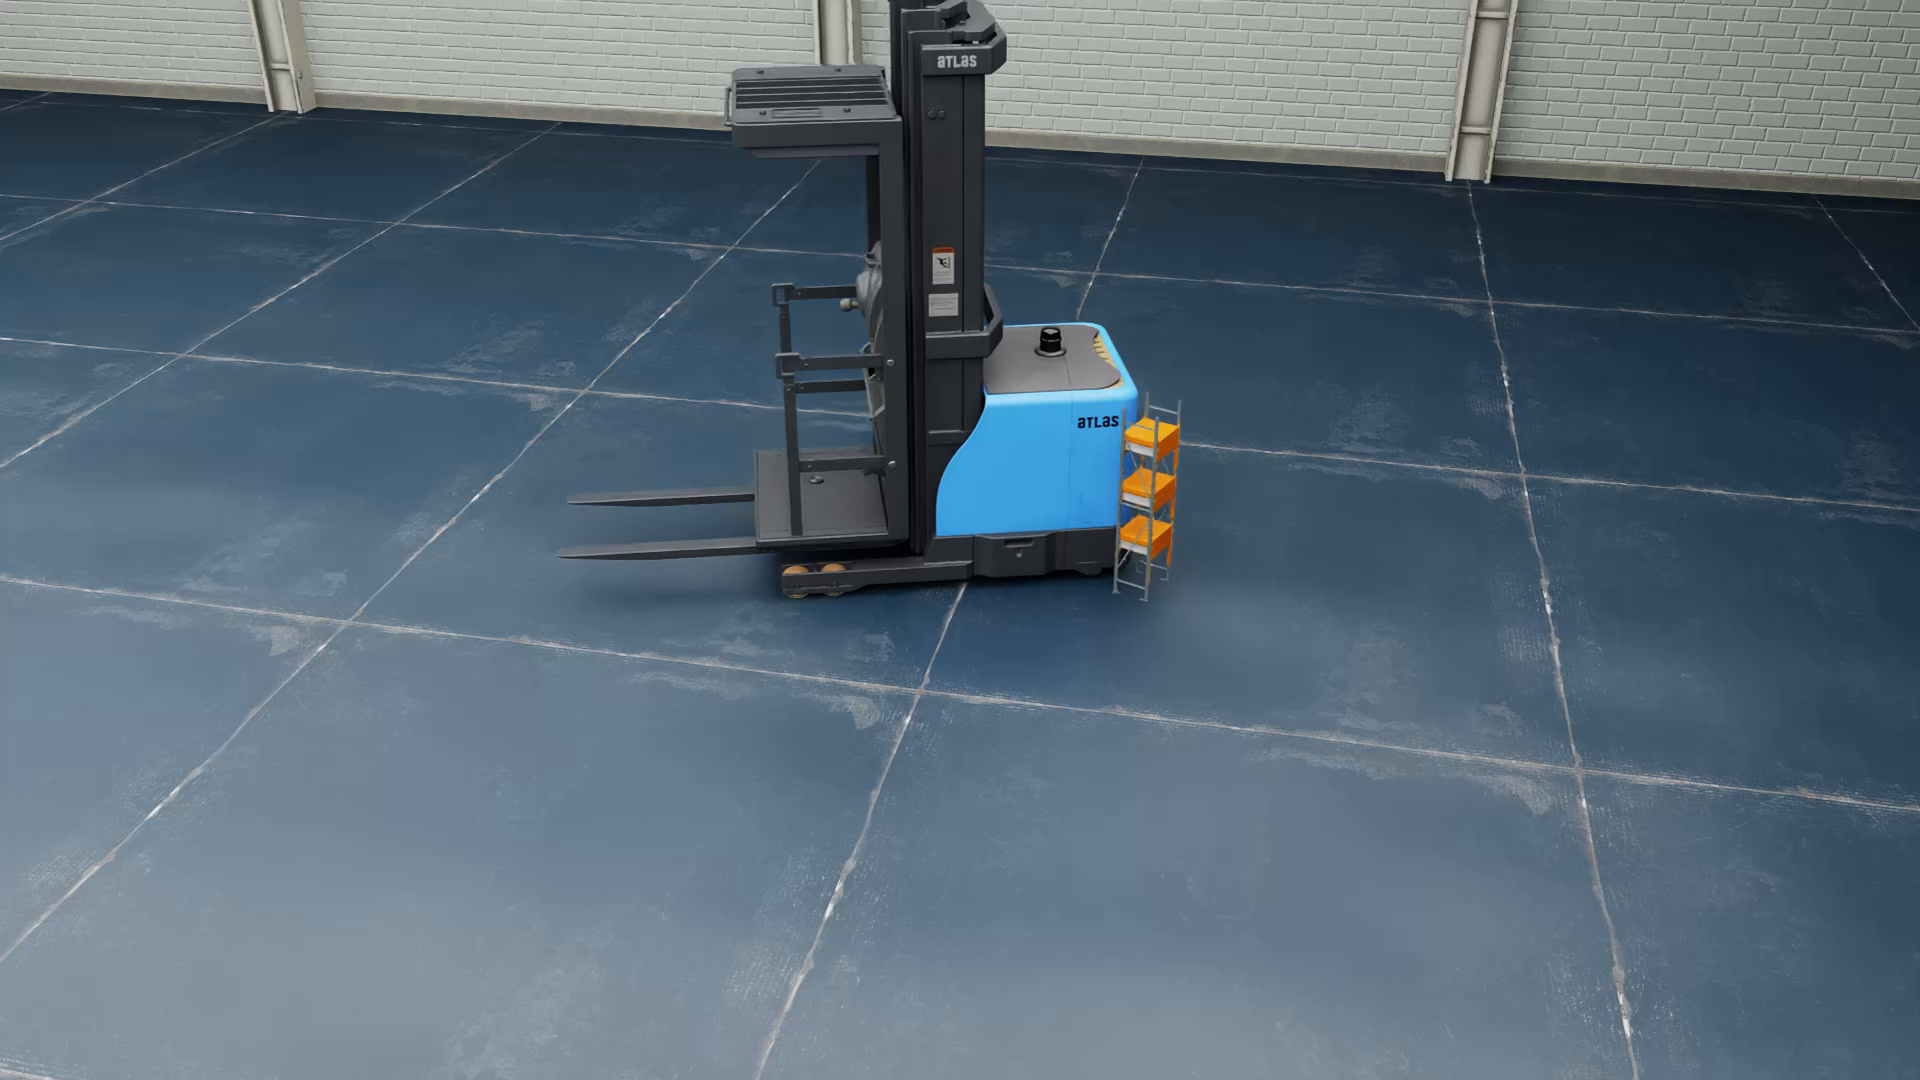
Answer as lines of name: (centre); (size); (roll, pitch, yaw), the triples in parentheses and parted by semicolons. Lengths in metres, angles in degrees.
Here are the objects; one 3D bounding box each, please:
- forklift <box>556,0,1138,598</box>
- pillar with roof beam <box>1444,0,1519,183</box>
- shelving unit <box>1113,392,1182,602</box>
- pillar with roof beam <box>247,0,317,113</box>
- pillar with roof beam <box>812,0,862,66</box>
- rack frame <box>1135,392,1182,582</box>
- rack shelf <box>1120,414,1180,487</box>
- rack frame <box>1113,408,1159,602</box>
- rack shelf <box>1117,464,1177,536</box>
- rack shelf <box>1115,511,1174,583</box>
forklift: (-0.633, -1.250, 8.481); (3.031, 2.935, 1.130); (-3, 29, -6)
pillar with roof beam: (3.792, -5.282, 9.526); (0.400, 9.000, 9.100); (6, 29, 11)
shelving unit: (0.961, -0.216, 8.551); (0.215, 1.050, 0.252); (18, 33, 29)
pillar with roof beam: (-7.944, -6.485, 11.724); (0.400, 9.000, 9.100); (6, 29, 11)
pillar with roof beam: (-2.076, -5.883, 10.625); (0.400, 9.000, 9.100); (6, 29, 11)
rack frame: (1.028, -0.265, 8.640); (0.200, 1.050, 0.008); (18, 33, 29)
rack shelf: (0.961, -0.455, 8.420); (0.215, 0.259, 0.240); (18, 33, 29)
rack frame: (0.893, -0.167, 8.462); (0.200, 1.050, 0.008); (18, 33, 29)
rack shelf: (0.961, -0.206, 8.556); (0.215, 0.259, 0.240); (18, 33, 29)
rack shelf: (0.961, 0.037, 8.689); (0.215, 0.259, 0.240); (18, 33, 29)
